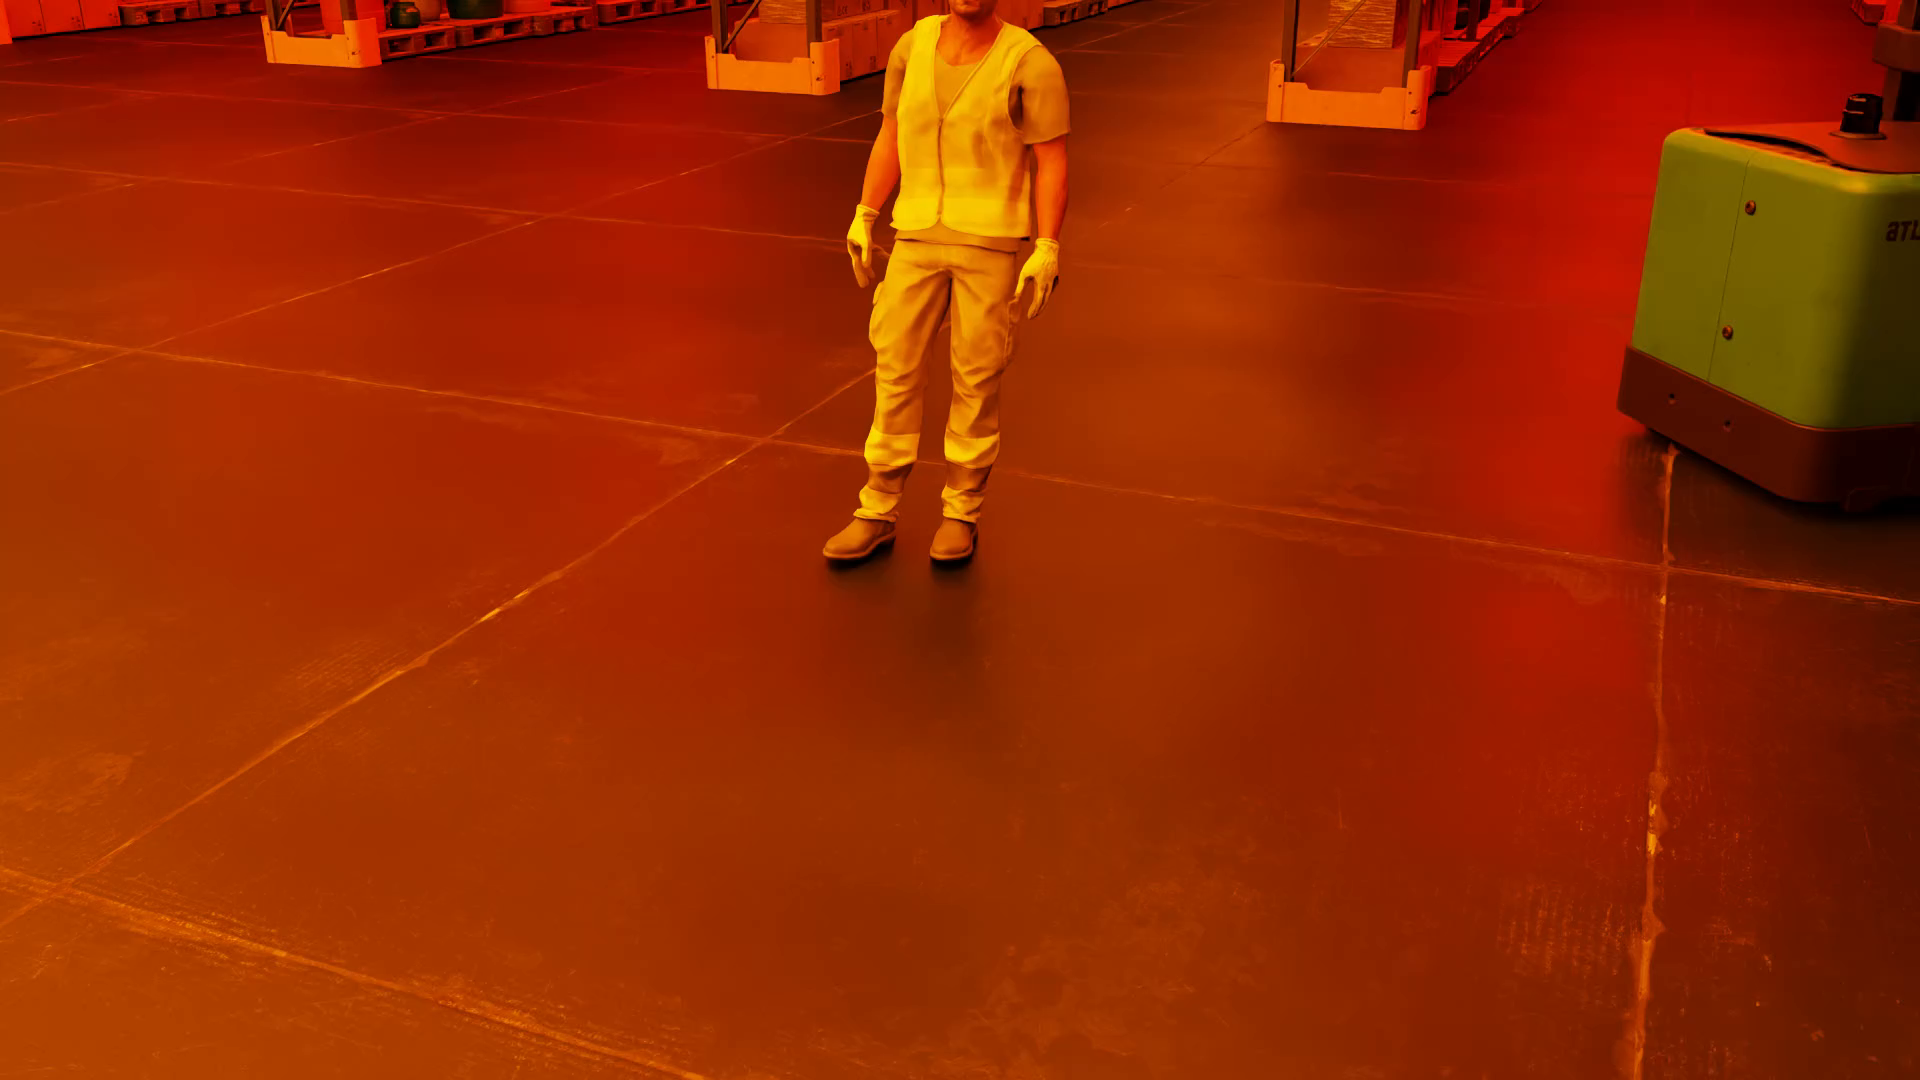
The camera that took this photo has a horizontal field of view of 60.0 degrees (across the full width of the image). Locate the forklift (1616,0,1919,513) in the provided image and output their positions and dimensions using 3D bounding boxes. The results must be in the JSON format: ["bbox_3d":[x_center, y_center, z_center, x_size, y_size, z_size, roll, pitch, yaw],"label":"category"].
[{"bbox_3d":[3.957,-1.717,5.399,3.031,2.935,1.130,-5,23,-12],"label":"forklift"}]

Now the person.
[{"bbox_3d":[-0.041,-0.805,4.680,0.638,1.789,0.562,9,24,21],"label":"person"}]
